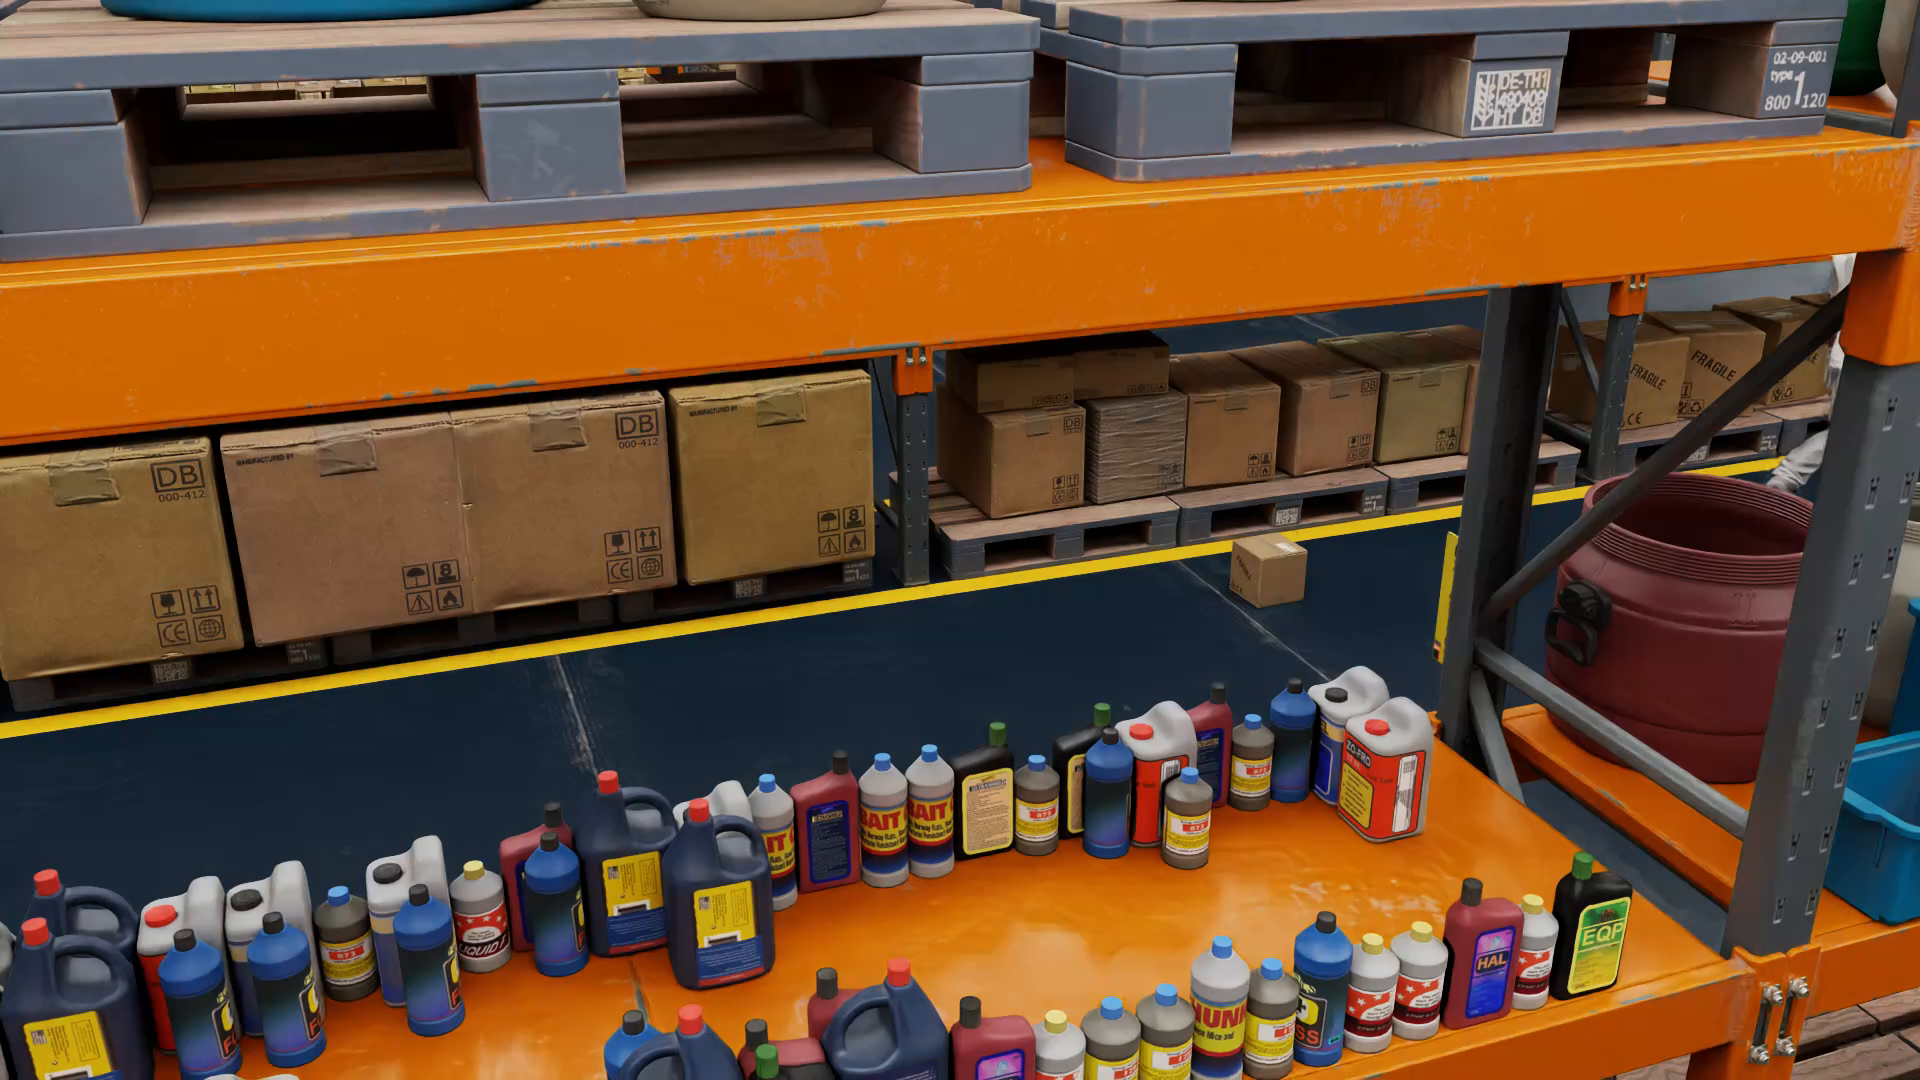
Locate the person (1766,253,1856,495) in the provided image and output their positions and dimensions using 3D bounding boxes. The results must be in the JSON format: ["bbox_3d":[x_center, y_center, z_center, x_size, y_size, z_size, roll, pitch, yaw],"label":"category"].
[{"bbox_3d":[4.389,-0.836,8.064,0.731,1.769,0.551,-8,24,-18],"label":"person"}]
